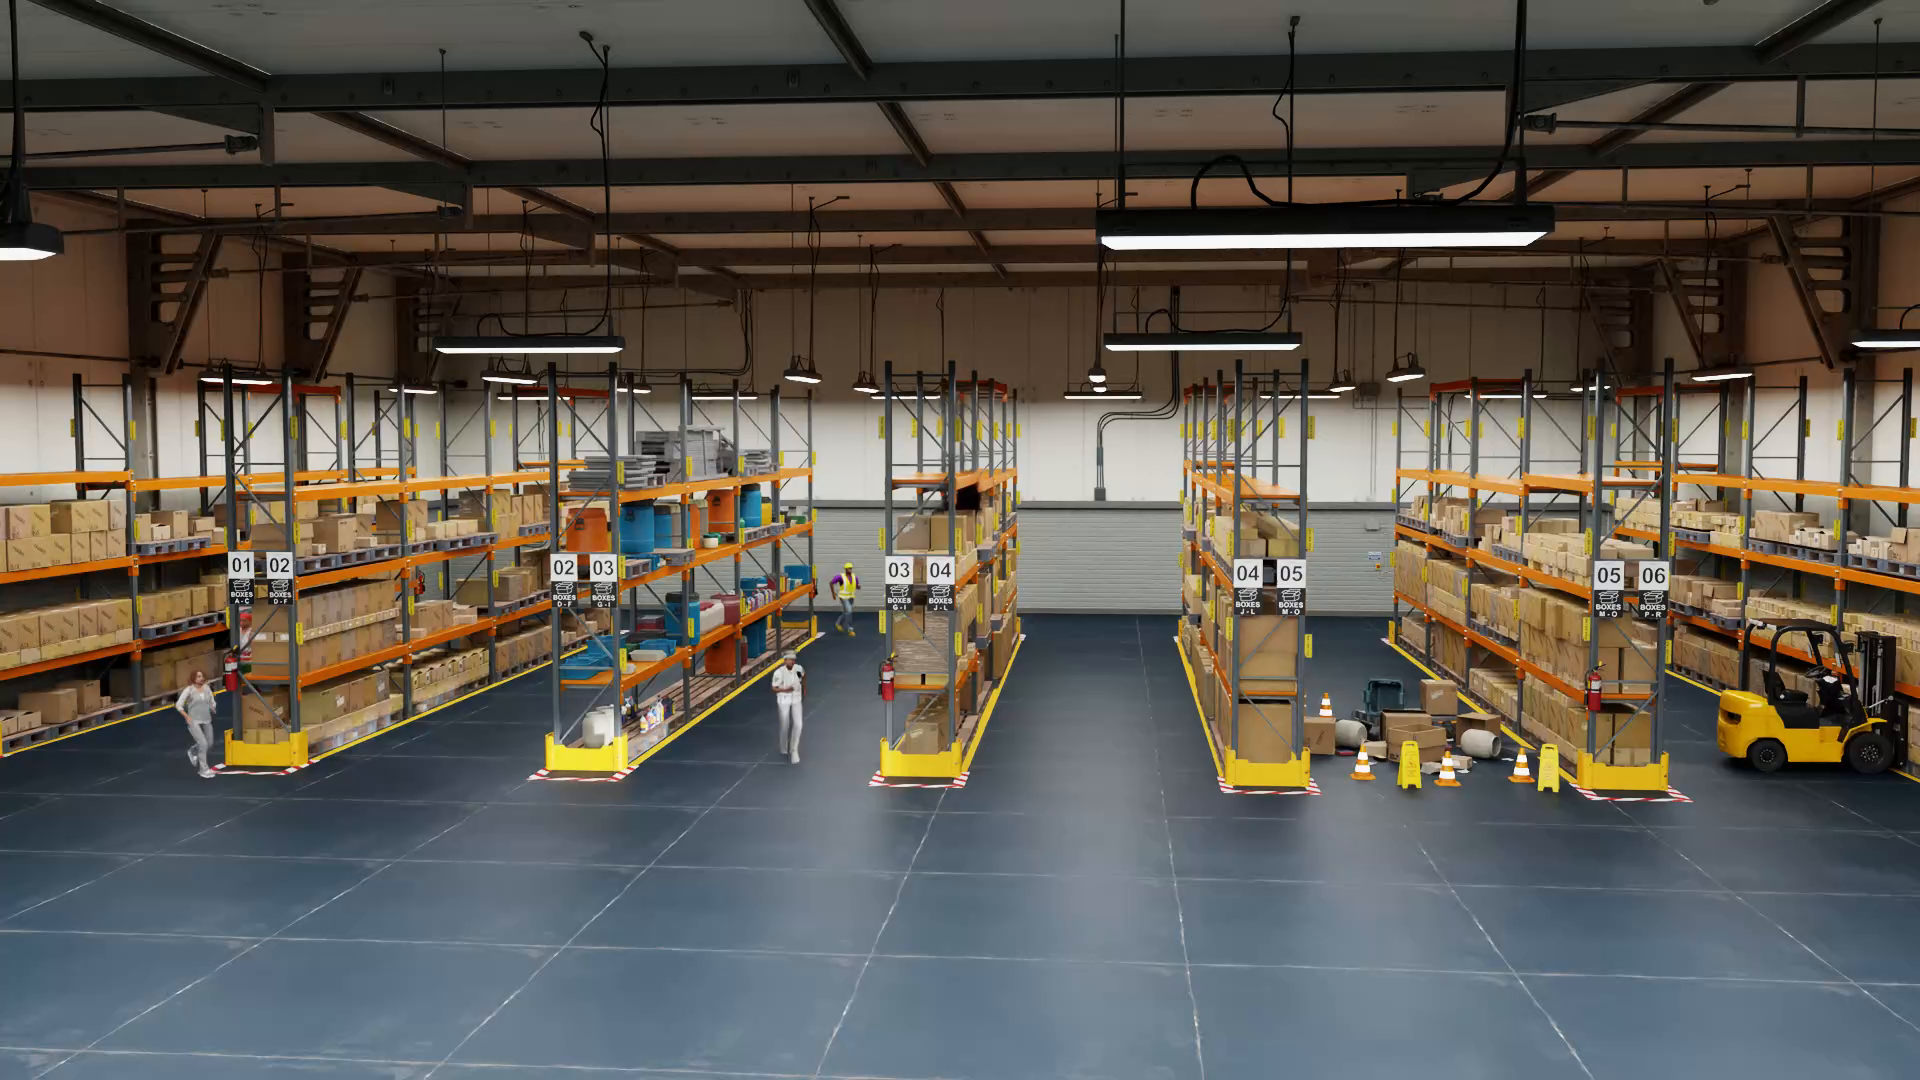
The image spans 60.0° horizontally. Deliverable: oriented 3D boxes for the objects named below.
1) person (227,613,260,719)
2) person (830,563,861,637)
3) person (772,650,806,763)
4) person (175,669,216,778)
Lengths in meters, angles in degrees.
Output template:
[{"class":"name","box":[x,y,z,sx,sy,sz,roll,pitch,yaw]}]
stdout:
[{"class":"person","box":[-12.545,2.171,29.191,0.652,1.805,0.983,0,4,-3]},{"class":"person","box":[-2.774,1.447,40.753,0.724,1.789,0.935,-3,5,-43]},{"class":"person","box":[-2.595,2.505,25.307,0.598,1.725,0.835,-1,4,-20]},{"class":"person","box":[-11.022,2.646,24.026,0.678,1.548,0.536,3,5,36]}]
